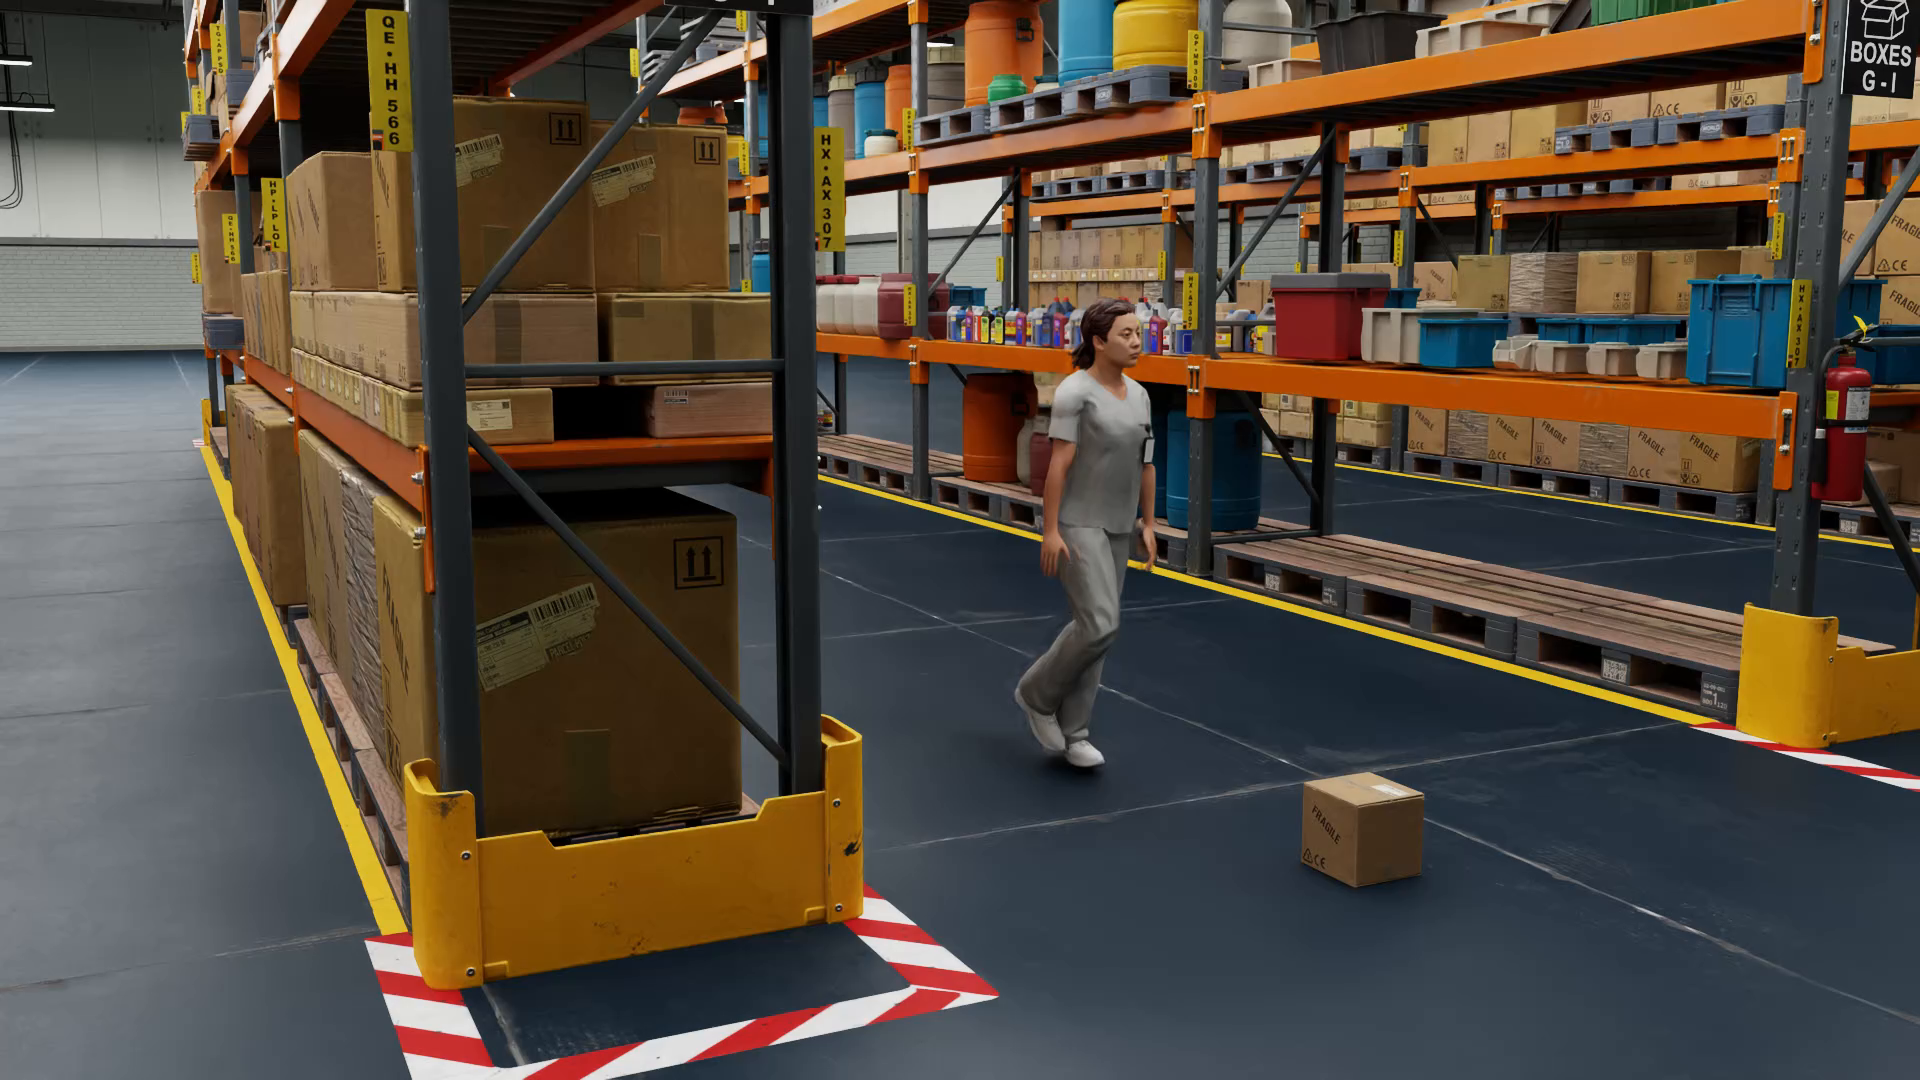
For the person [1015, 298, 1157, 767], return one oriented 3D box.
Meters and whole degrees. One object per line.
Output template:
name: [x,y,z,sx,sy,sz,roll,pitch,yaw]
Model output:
person: [0.449,-0.023,5.908,0.547,1.659,0.480,-7,11,-40]
